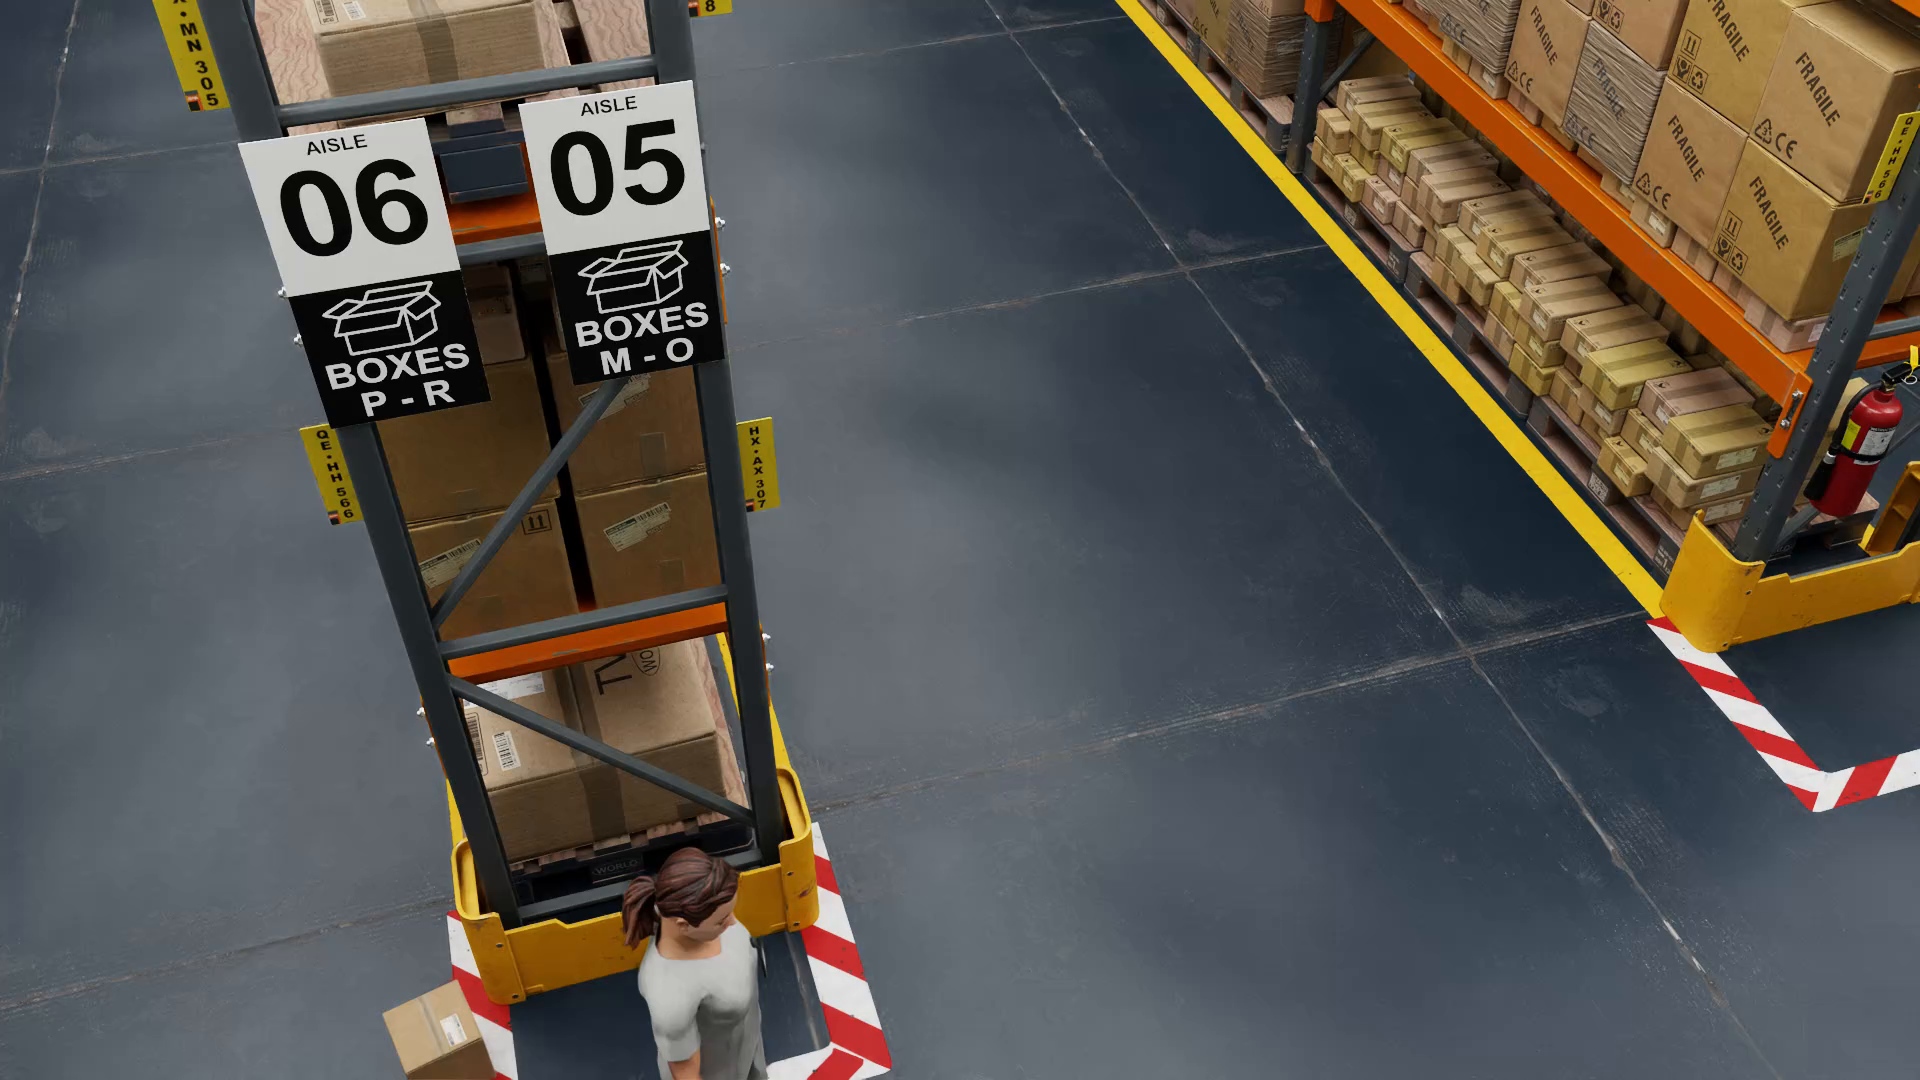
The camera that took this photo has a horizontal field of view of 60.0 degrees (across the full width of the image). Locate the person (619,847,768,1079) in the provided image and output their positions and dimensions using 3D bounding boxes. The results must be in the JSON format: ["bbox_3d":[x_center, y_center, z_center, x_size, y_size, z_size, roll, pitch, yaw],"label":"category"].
[{"bbox_3d":[-0.659,1.427,4.576,0.413,1.691,0.490,4,43,4],"label":"person"}]
